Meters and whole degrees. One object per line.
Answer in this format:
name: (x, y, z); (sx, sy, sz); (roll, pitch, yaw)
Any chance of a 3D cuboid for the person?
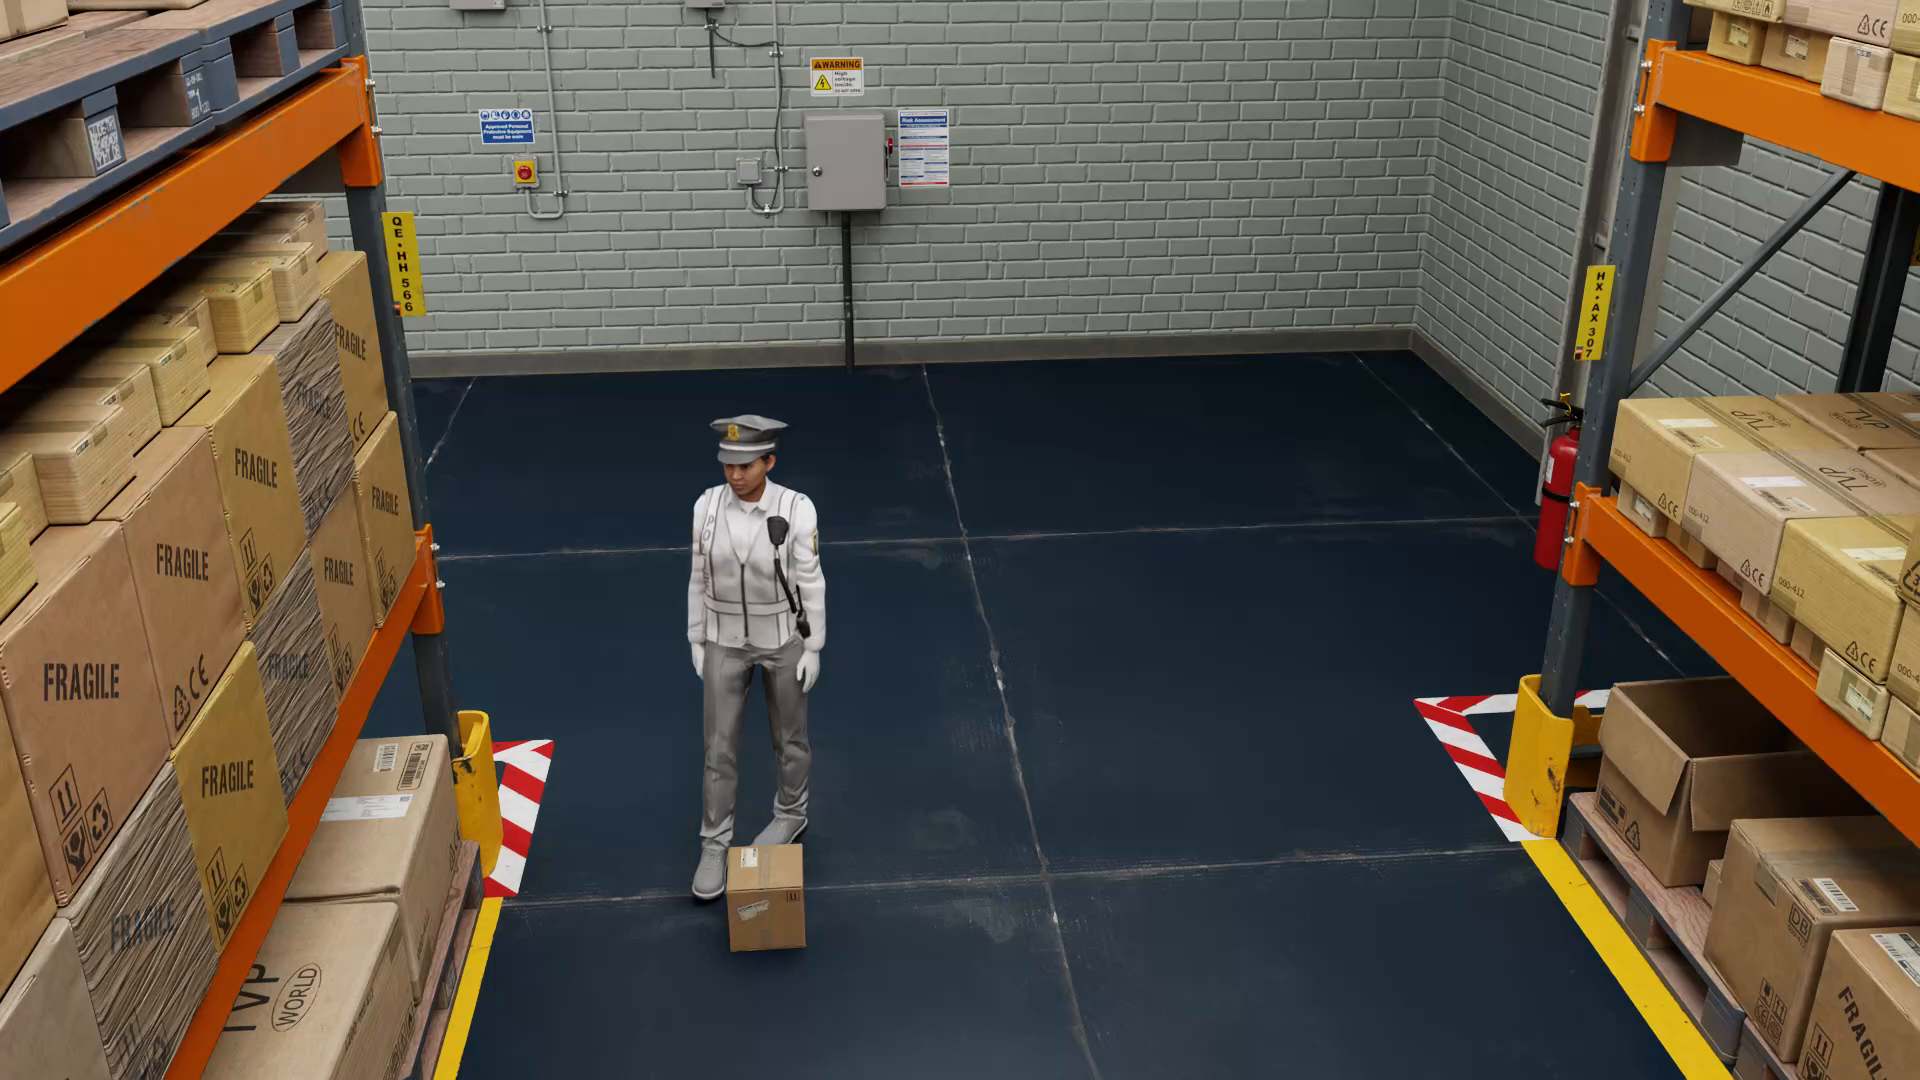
person: (-0.719, 0.399, 5.668); (0.487, 1.677, 0.544); (2, 24, 5)
